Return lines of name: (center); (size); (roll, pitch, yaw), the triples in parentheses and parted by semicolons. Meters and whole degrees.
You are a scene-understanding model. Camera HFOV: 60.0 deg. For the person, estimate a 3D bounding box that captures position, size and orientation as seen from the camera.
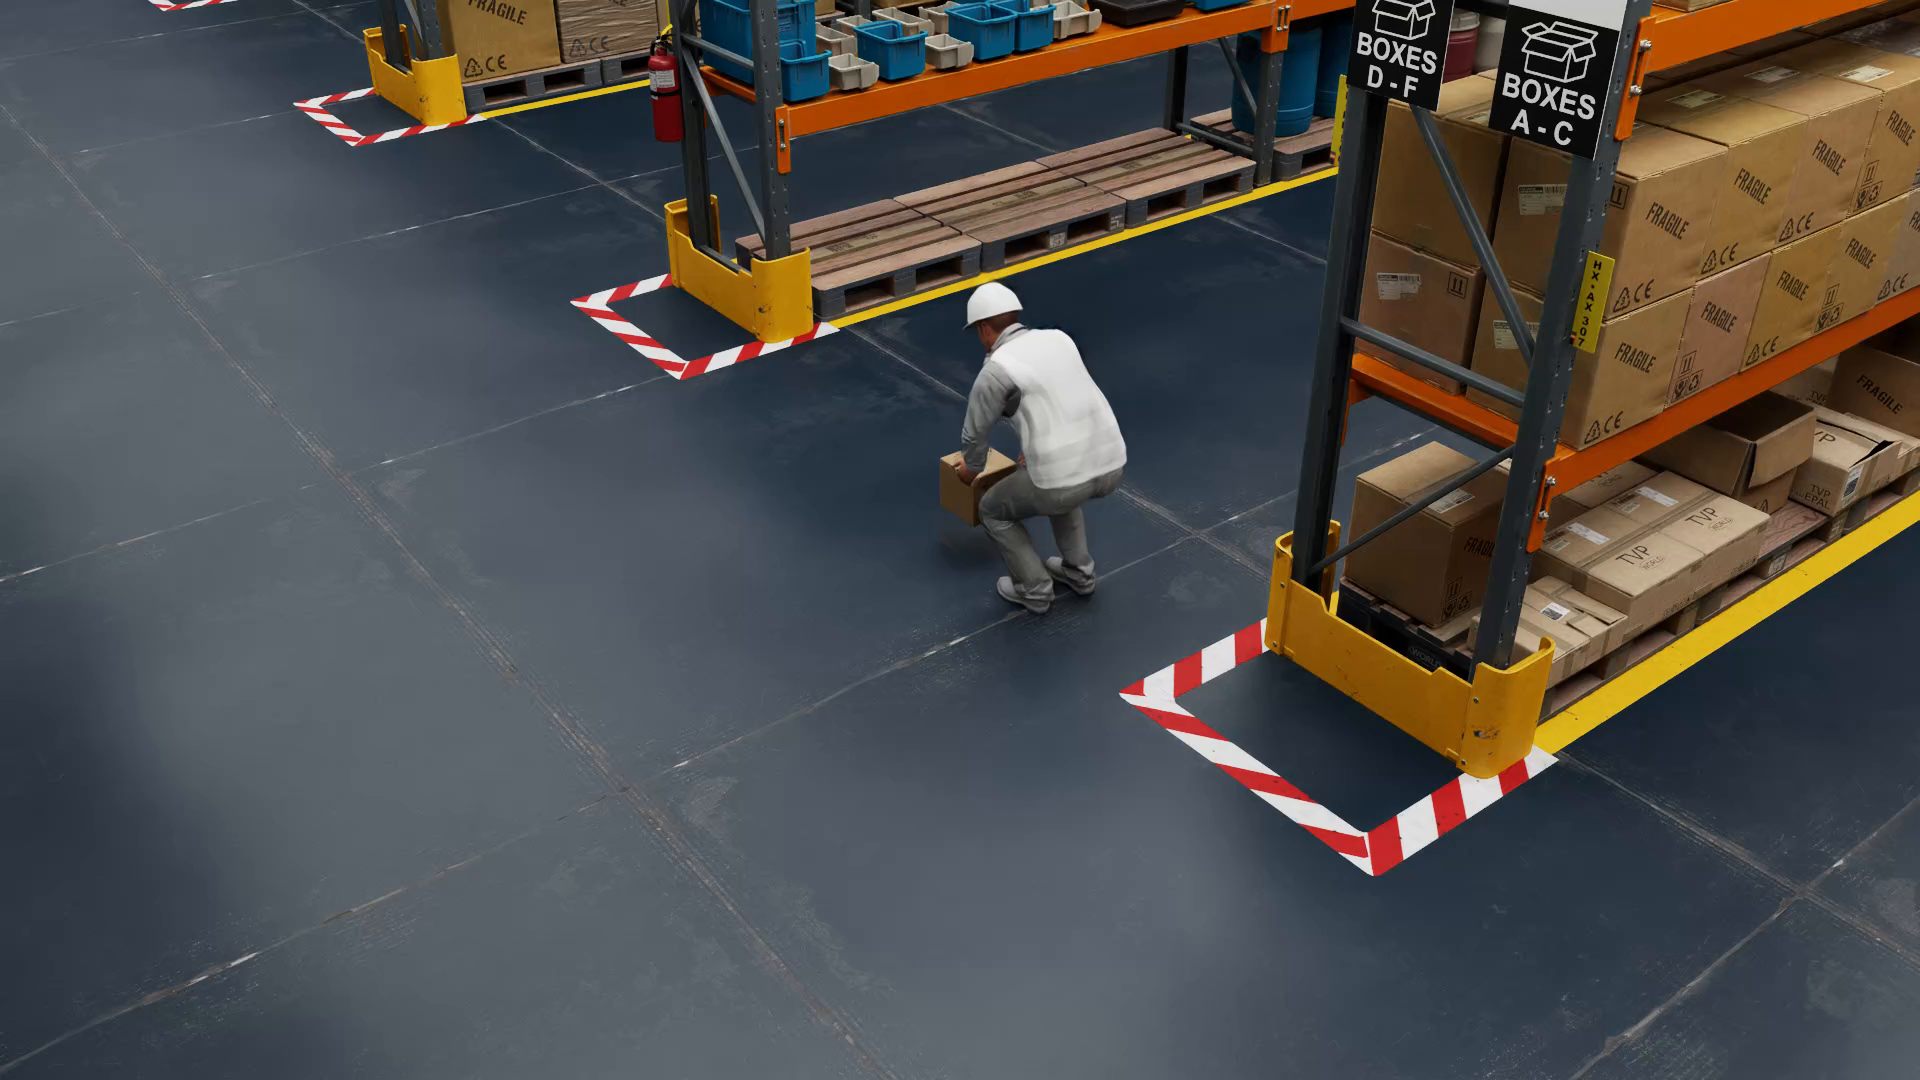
person: (0.312, -0.371, 7.098); (0.590, 1.363, 0.797); (-22, 38, -31)
